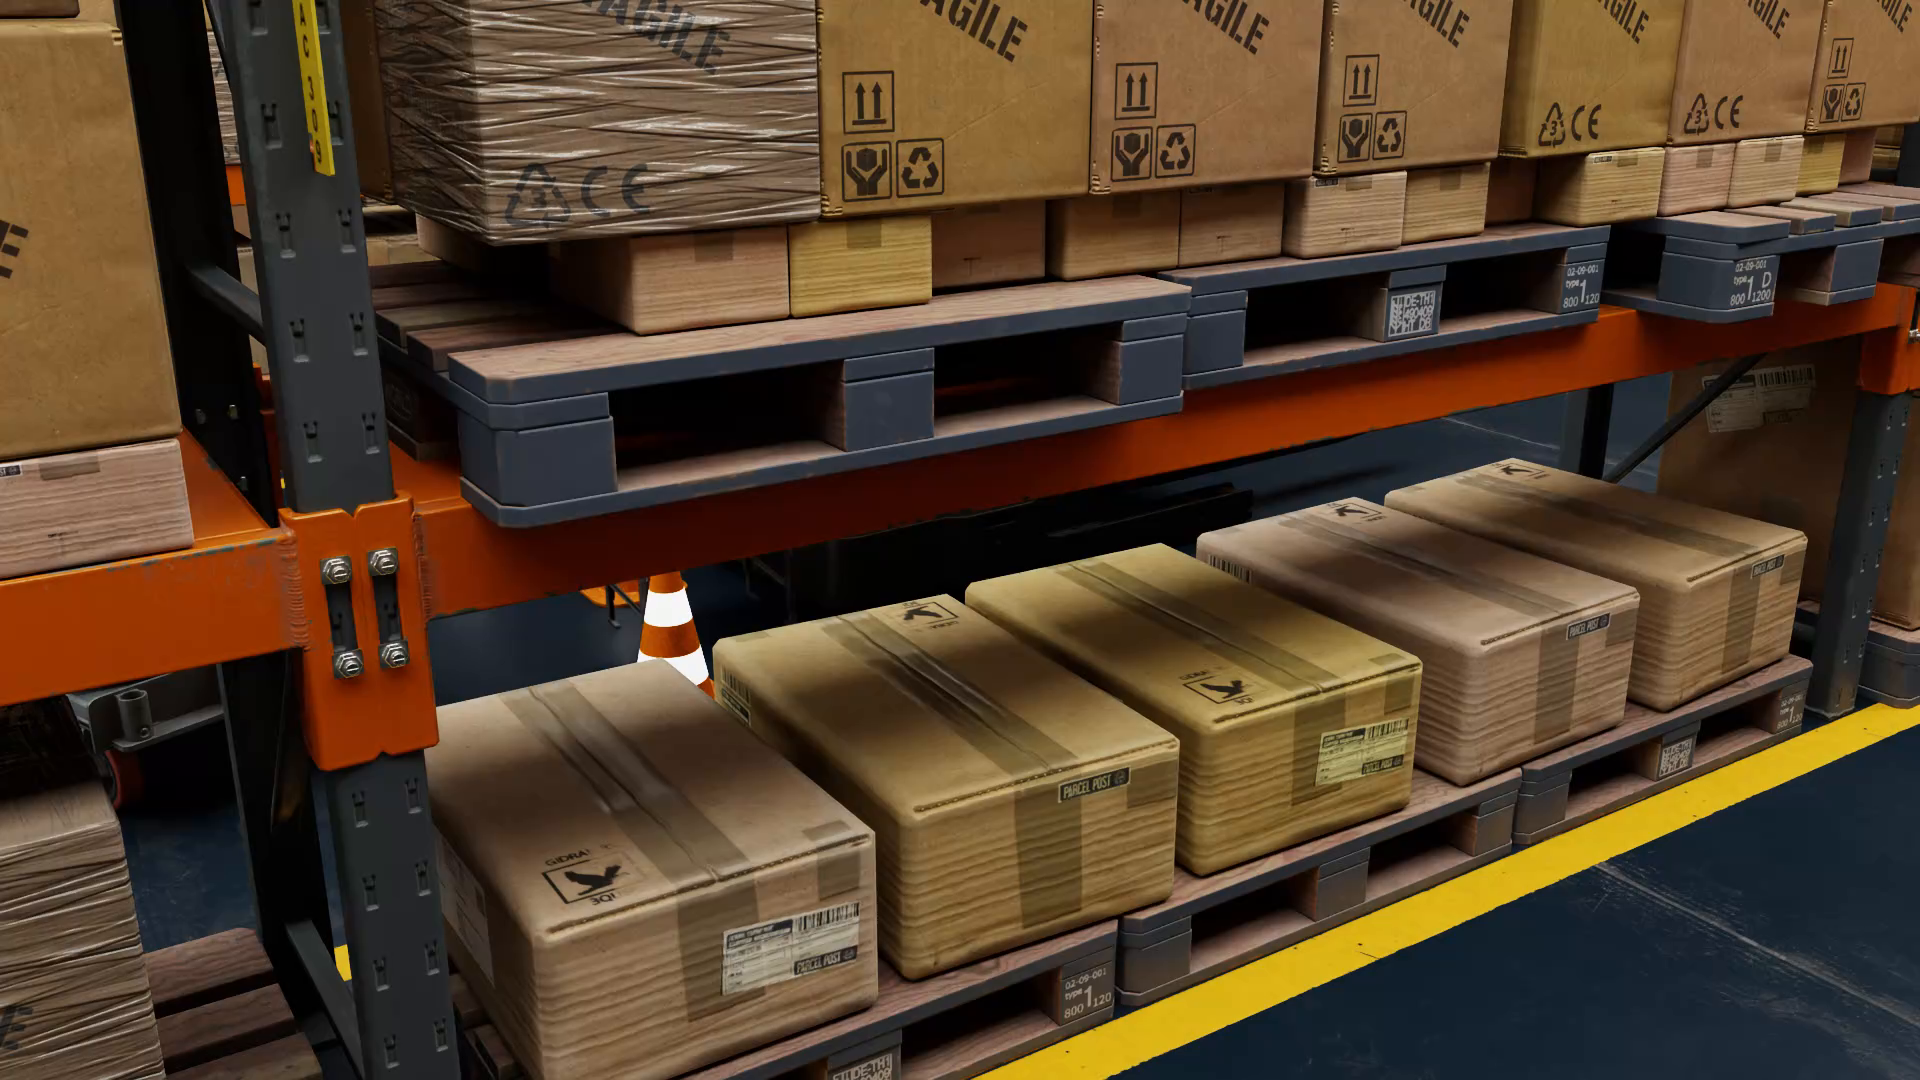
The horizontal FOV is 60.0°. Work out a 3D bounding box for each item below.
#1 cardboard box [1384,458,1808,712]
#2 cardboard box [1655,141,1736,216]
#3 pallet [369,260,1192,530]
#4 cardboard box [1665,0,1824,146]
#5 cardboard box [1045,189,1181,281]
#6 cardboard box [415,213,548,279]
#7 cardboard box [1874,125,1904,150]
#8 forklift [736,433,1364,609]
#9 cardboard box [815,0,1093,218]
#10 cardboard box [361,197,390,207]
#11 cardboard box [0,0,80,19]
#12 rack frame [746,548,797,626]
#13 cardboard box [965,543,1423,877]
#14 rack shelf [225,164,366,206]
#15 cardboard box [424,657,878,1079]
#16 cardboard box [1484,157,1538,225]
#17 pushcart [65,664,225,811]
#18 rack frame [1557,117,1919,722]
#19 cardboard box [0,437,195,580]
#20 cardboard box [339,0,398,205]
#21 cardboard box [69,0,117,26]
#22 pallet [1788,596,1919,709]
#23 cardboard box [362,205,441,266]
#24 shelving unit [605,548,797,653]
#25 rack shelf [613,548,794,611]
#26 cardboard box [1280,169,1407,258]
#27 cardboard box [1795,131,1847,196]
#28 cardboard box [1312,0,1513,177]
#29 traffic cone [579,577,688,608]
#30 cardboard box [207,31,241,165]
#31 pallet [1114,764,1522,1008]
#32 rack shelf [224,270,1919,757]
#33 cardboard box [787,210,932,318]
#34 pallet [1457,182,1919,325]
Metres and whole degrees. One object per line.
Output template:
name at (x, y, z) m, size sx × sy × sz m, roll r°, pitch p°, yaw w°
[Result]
cardboard box at (1.766, 0.094, 4.731) m, size 0.625 × 0.372 × 0.950 m, roll -14°, pitch 23°, yaw -35°
cardboard box at (1.515, -0.843, 3.792) m, size 0.250 × 0.149 × 0.380 m, roll -13°, pitch 23°, yaw -34°
pallet at (-0.379, -0.349, 2.894) m, size 1.213 × 0.211 × 1.003 m, roll -12°, pitch 22°, yaw -31°
cardboard box at (1.591, -1.188, 3.798) m, size 0.500 × 0.500 × 0.500 m, roll -12°, pitch 22°, yaw -32°
cardboard box at (0.184, -0.583, 3.023) m, size 0.250 × 0.149 × 0.380 m, roll -12°, pitch 22°, yaw -31°
cardboard box at (-0.819, -0.589, 3.039) m, size 0.250 × 0.149 × 0.380 m, roll -12°, pitch 22°, yaw -31°
cardboard box at (2.803, -1.238, 4.677) m, size 0.500 × 0.250 × 0.500 m, roll -12°, pitch 22°, yaw -32°
forklift at (0.502, -1.508, 6.129) m, size 3.031 × 2.935 × 1.130 m, roll -13°, pitch 23°, yaw -34°
cardboard box at (-0.130, -0.826, 2.728) m, size 0.500 × 0.500 × 0.500 m, roll -12°, pitch 22°, yaw -31°
cardboard box at (-4.211, -2.499, 12.171) m, size 0.500 × 0.500 × 0.700 m, roll -14°, pitch 23°, yaw -36°
cardboard box at (-1.584, -0.987, 2.299) m, size 0.500 × 0.500 × 0.700 m, roll -12°, pitch 22°, yaw -32°
rack frame at (-0.635, -0.752, 5.166) m, size 0.015 × 2.100 × 0.400 m, roll -11°, pitch 22°, yaw -27°
cardboard box at (0.518, 0.358, 3.950) m, size 0.625 × 0.372 × 0.950 m, roll -11°, pitch 22°, yaw -30°
rack shelf at (-2.233, -1.662, 7.601) m, size 4.000 × 0.370 × 1.077 m, roll -12°, pitch 22°, yaw -31°
cardboard box at (-0.660, 0.608, 3.209) m, size 0.625 × 0.372 × 0.950 m, roll -12°, pitch 22°, yaw -31°
cardboard box at (1.014, -0.780, 3.606) m, size 0.250 × 0.149 × 0.380 m, roll -12°, pitch 22°, yaw -31°
pushcart at (-2.393, 0.297, 4.778) m, size 1.648 × 0.377 × 0.936 m, roll 13°, pitch 23°, yaw 34°
rack frame at (2.244, -1.049, 4.664) m, size 0.127 × 3.000 × 1.000 m, roll -12°, pitch 22°, yaw -31°
cardboard box at (-1.198, -0.087, 2.212) m, size 0.250 × 0.149 × 0.380 m, roll -12°, pitch 22°, yaw -32°
cardboard box at (-0.837, -0.874, 2.871) m, size 0.500 × 0.500 × 0.500 m, roll -12°, pitch 22°, yaw -32°
cardboard box at (-3.492, -2.261, 6.531) m, size 0.500 × 0.500 × 0.700 m, roll -12°, pitch 22°, yaw -32°
pallet at (2.944, 0.153, 5.462) m, size 1.213 × 0.211 × 1.003 m, roll -12°, pitch 22°, yaw -31°
cardboard box at (-2.627, -1.086, 7.631) m, size 0.750 × 0.750 × 1.050 m, roll -12°, pitch 22°, yaw -31°
shelving unit at (-0.848, -0.711, 5.055) m, size 0.503 × 2.100 × 0.431 m, roll -11°, pitch 22°, yaw -27°
rack shelf at (-0.842, -0.038, 5.292) m, size 0.480 × 0.518 × 0.431 m, roll -11°, pitch 22°, yaw -27°
cardboard box at (0.642, -0.659, 3.248) m, size 0.250 × 0.149 × 0.380 m, roll -11°, pitch 22°, yaw -29°
cardboard box at (1.915, -0.942, 4.083) m, size 0.250 × 0.149 × 0.380 m, roll -12°, pitch 22°, yaw -31°
cardboard box at (0.714, -1.003, 3.251) m, size 0.500 × 0.500 × 0.500 m, roll -13°, pitch 23°, yaw -34°
traffic cone at (-1.139, -0.054, 5.682) m, size 0.334 × 0.463 × 0.336 m, roll -12°, pitch 22°, yaw -31°
cardboard box at (-2.895, -1.808, 6.752) m, size 0.500 × 0.500 × 0.500 m, roll -12°, pitch 22°, yaw -31°
pallet at (0.572, 0.623, 4.073) m, size 1.213 × 0.211 × 1.003 m, roll -12°, pitch 22°, yaw -31°
rack shelf at (0.573, -0.356, 3.737) m, size 4.000 × 0.370 × 1.077 m, roll -12°, pitch 22°, yaw -31°
cardboard box at (-0.248, -0.479, 2.714) m, size 0.250 × 0.149 × 0.380 m, roll -11°, pitch 22°, yaw -30°
pallet at (1.707, -0.804, 4.239) m, size 1.003 × 0.211 × 1.213 m, roll -12°, pitch 22°, yaw -31°
